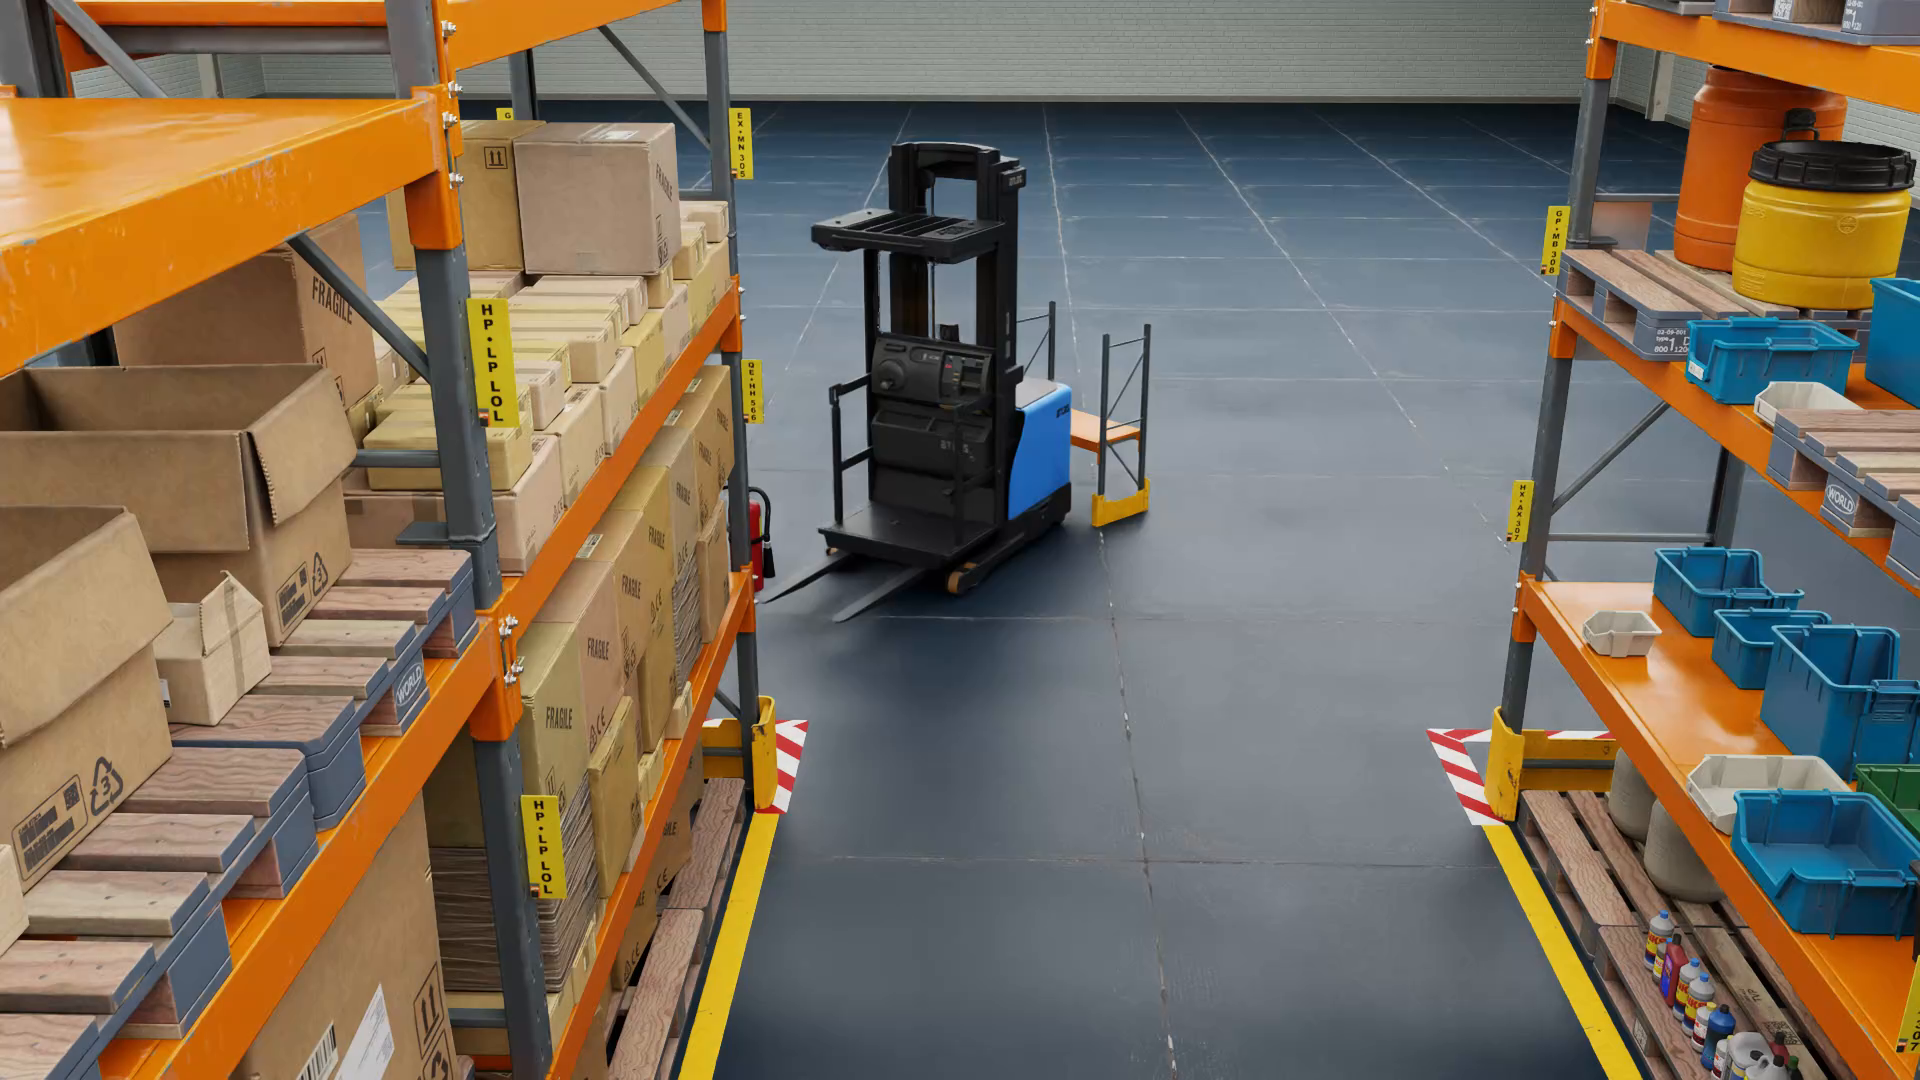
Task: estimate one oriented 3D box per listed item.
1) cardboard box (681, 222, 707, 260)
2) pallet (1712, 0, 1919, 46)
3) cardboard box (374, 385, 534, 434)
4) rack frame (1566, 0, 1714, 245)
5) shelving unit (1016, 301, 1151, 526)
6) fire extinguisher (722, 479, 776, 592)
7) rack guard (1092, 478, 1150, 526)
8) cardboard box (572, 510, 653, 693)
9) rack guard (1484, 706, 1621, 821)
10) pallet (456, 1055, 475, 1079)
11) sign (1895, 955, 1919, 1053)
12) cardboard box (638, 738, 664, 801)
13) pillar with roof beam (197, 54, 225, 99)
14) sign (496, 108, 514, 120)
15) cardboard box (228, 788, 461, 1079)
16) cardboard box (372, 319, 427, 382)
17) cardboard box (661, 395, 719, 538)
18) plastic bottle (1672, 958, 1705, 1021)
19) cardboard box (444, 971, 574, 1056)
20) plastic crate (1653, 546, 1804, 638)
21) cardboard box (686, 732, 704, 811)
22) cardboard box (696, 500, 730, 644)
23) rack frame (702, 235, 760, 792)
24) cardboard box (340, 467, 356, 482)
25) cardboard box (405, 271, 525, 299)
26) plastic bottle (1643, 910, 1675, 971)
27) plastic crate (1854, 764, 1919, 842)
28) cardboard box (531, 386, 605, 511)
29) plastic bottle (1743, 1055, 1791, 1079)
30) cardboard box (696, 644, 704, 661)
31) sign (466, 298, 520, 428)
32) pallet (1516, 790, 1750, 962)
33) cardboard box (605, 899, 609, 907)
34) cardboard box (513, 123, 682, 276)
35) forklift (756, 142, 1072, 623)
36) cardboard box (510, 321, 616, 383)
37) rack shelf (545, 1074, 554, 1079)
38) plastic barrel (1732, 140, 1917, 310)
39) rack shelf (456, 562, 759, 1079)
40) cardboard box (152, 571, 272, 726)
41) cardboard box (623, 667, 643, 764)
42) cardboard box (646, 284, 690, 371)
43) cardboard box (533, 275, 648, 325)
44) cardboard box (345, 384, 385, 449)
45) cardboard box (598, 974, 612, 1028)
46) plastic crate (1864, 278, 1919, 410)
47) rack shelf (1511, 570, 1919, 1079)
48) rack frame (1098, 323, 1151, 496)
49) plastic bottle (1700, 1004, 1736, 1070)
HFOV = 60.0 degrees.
[{"bbox_3d":[-1.302,-1.279,7.189,0.380,0.149,0.250,0,21,-1],"label":"cardboard box"},{"bbox_3d":[3.279,-1.824,5.603,1.003,0.211,1.213,1,21,2],"label":"pallet"},{"bbox_3d":[-1.445,-0.341,4.770,0.380,0.149,0.250,0,21,-1],"label":"cardboard box"},{"bbox_3d":[3.369,-2.804,7.316,1.000,3.000,0.127,1,21,2],"label":"rack frame"},{"bbox_3d":[0.919,-1.016,13.074,0.587,1.500,1.083,-18,28,-39],"label":"shelving unit"},{"bbox_3d":[-1.117,-0.062,8.649,0.296,0.674,0.183,1,21,2],"label":"fire extinguisher"},{"bbox_3d":[1.253,-0.300,12.956,0.587,0.250,0.087,-18,28,-39],"label":"rack guard"},{"bbox_3d":[-1.406,0.212,5.905,0.500,0.500,0.500,1,21,2],"label":"cardboard box"},{"bbox_3d":[3.414,1.186,8.781,1.175,0.500,0.348,1,21,2],"label":"rack guard"},{"bbox_3d":[-1.872,1.749,4.140,1.003,0.211,1.213,1,21,2],"label":"pallet"},{"bbox_3d":[2.698,1.300,4.649,0.100,0.325,0.005,1,21,2],"label":"sign"},{"bbox_3d":[-1.364,0.885,6.449,0.380,0.149,0.250,1,21,2],"label":"cardboard box"},{"bbox_3d":[-12.155,-13.579,35.084,9.100,9.000,0.400,1,21,2],"label":"pillar with roof beam"},{"bbox_3d":[-2.124,-1.873,7.856,0.100,0.325,0.005,1,21,2],"label":"sign"},{"bbox_3d":[-1.867,1.195,3.893,1.000,1.000,1.000,1,21,2],"label":"cardboard box"},{"bbox_3d":[-1.897,-0.630,5.516,0.380,0.149,0.250,1,21,4],"label":"cardboard box"},{"bbox_3d":[-1.361,-0.331,7.303,0.500,0.500,0.500,1,21,2],"label":"cardboard box"},{"bbox_3d":[2.992,1.836,6.815,0.097,0.271,0.097,0,21,0],"label":"plastic bottle"},{"bbox_3d":[-1.396,1.427,5.051,0.380,0.149,0.250,1,21,2],"label":"cardboard box"},{"bbox_3d":[3.653,0.246,7.953,0.499,0.251,0.616,1,21,2],"label":"plastic crate"},{"bbox_3d":[-1.617,1.134,8.336,0.500,0.500,0.500,5,22,12],"label":"cardboard box"},{"bbox_3d":[-1.521,0.134,7.488,0.875,0.500,0.500,1,21,2],"label":"cardboard box"},{"bbox_3d":[-1.581,-0.062,8.541,1.000,3.000,0.127,1,21,2],"label":"rack frame"},{"bbox_3d":[-1.950,-0.112,4.730,0.500,0.250,0.500,1,21,4],"label":"cardboard box"},{"bbox_3d":[-1.856,-0.918,6.259,0.380,0.149,0.250,0,21,1],"label":"cardboard box"},{"bbox_3d":[3.003,1.712,7.134,0.097,0.271,0.097,0,21,0],"label":"plastic bottle"},{"bbox_3d":[3.571,1.050,5.969,0.450,0.188,0.662,1,21,2],"label":"plastic crate"},{"bbox_3d":[-1.422,-0.295,5.204,0.500,0.250,0.500,0,21,1],"label":"cardboard box"},{"bbox_3d":[2.995,2.047,6.161,0.144,0.351,0.185,1,21,1],"label":"plastic bottle"},{"bbox_3d":[-1.371,0.432,7.615,0.380,0.149,0.250,1,21,2],"label":"cardboard box"},{"bbox_3d":[-1.148,-0.434,4.094,0.100,0.325,0.005,1,21,2],"label":"sign"},{"bbox_3d":[3.384,1.615,8.076,1.003,0.211,1.213,1,21,2],"label":"pallet"},{"bbox_3d":[-1.397,1.156,5.751,0.380,0.149,0.250,1,21,2],"label":"cardboard box"},{"bbox_3d":[-1.376,-1.315,6.385,0.500,0.500,0.500,1,21,2],"label":"cardboard box"},{"bbox_3d":[-0.307,-1.170,11.491,1.130,2.935,3.031,12,24,27],"label":"forklift"},{"bbox_3d":[-1.356,-0.623,5.498,0.380,0.149,0.250,0,21,1],"label":"cardboard box"},{"bbox_3d":[-1.764,2.443,3.080,1.077,0.370,4.000,1,21,2],"label":"rack shelf"},{"bbox_3d":[3.462,-1.276,6.682,0.600,0.588,0.600,0,21,0],"label":"plastic barrel"},{"bbox_3d":[-1.642,0.997,6.808,1.077,0.370,4.000,1,21,2],"label":"rack shelf"},{"bbox_3d":[-1.632,0.194,3.341,0.396,0.266,0.258,1,21,4],"label":"cardboard box"},{"bbox_3d":[-1.663,0.675,6.093,0.875,0.500,0.500,1,21,2],"label":"cardboard box"},{"bbox_3d":[-1.378,-0.847,6.627,0.500,0.250,0.500,1,21,3],"label":"cardboard box"},{"bbox_3d":[-1.380,-0.903,6.220,0.380,0.149,0.250,0,21,-1],"label":"cardboard box"},{"bbox_3d":[-1.883,-0.346,4.784,0.380,0.149,0.250,1,21,2],"label":"cardboard box"},{"bbox_3d":[-1.701,1.777,6.676,0.500,0.500,0.500,-1,21,-3],"label":"cardboard box"},{"bbox_3d":[3.612,-0.705,6.075,0.392,0.384,0.575,1,21,2],"label":"plastic crate"},{"bbox_3d":[3.308,1.051,6.667,1.077,0.370,4.000,1,21,2],"label":"rack shelf"},{"bbox_3d":[1.254,-0.882,12.729,0.500,1.500,0.032,-18,28,-39],"label":"rack frame"},{"bbox_3d":[2.983,1.945,6.533,0.097,0.271,0.097,0,21,0],"label":"plastic bottle"}]
